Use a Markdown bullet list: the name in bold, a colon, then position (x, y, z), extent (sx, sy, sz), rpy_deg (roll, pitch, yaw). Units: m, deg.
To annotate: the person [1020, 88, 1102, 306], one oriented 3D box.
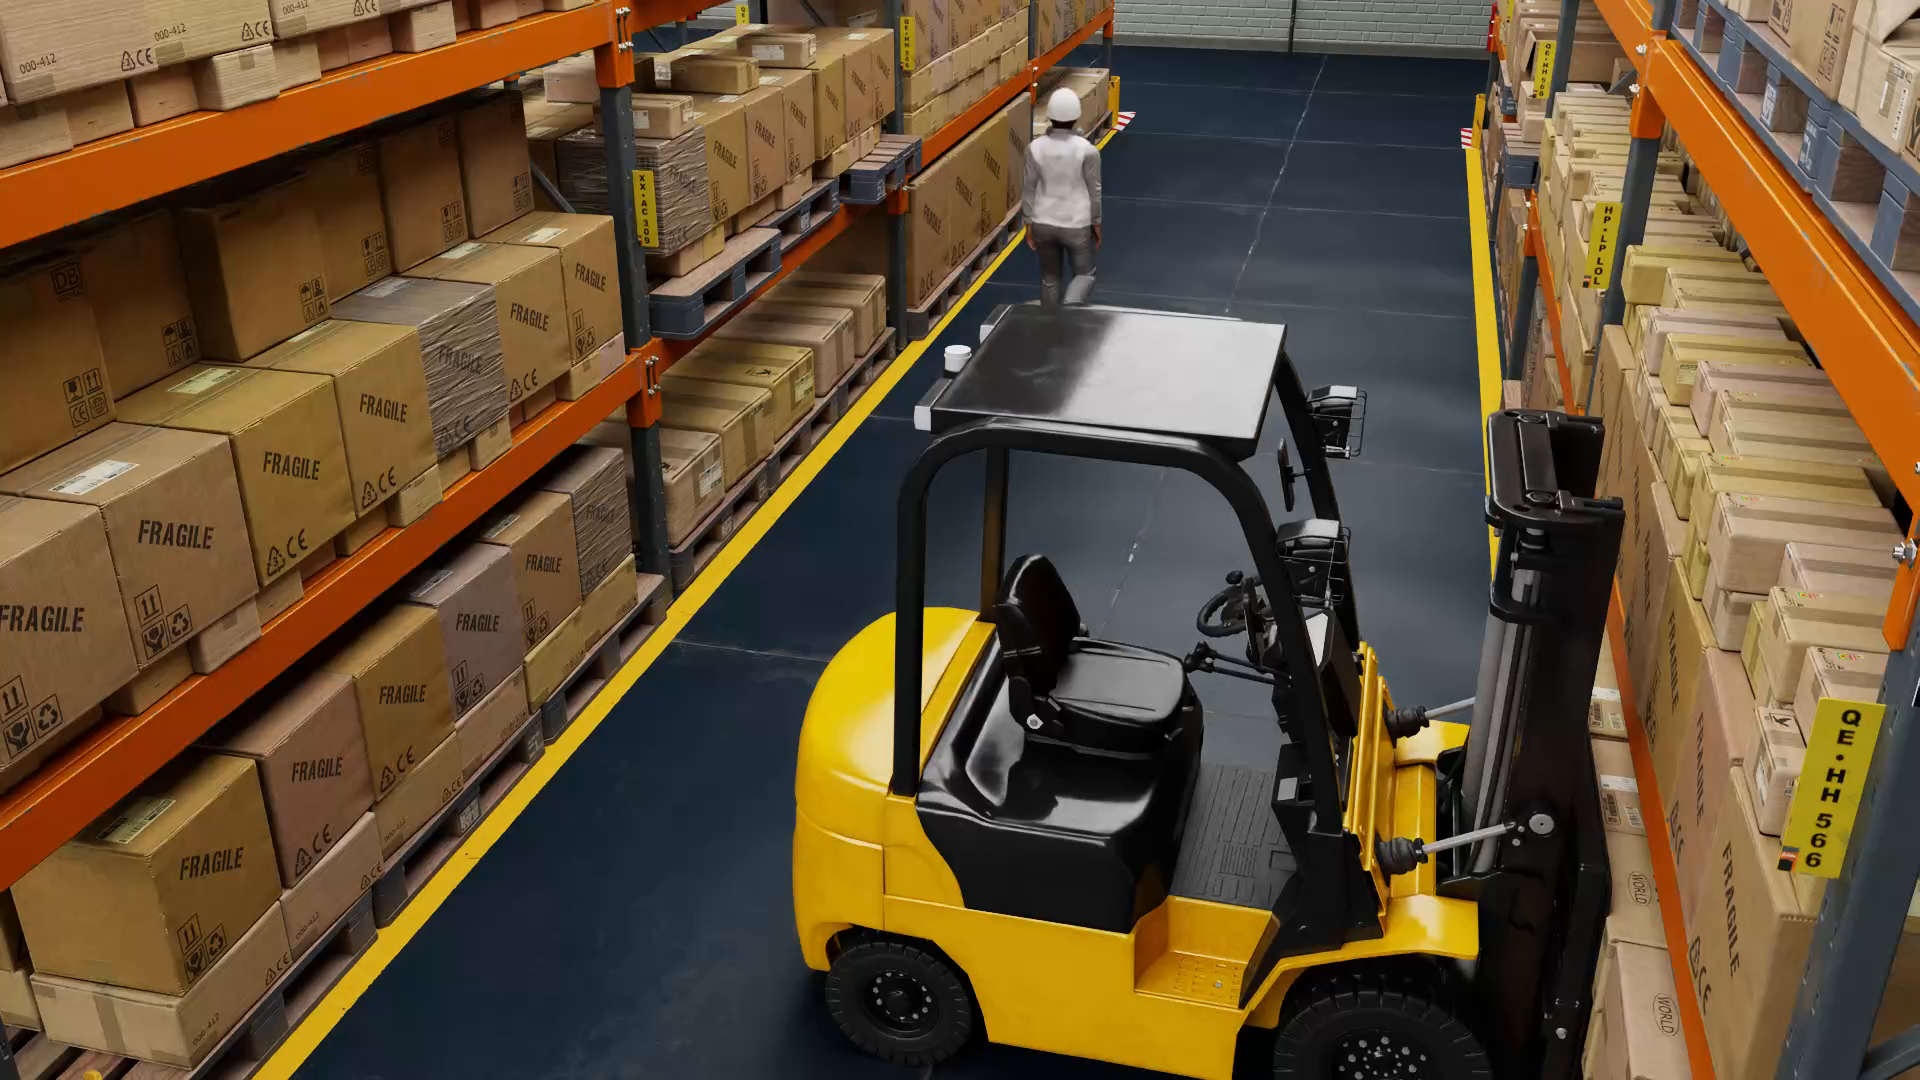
- **person**: position (0.671, -2.100, 11.010), extent (0.534, 1.753, 0.641), rpy_deg (8, 26, 16)
